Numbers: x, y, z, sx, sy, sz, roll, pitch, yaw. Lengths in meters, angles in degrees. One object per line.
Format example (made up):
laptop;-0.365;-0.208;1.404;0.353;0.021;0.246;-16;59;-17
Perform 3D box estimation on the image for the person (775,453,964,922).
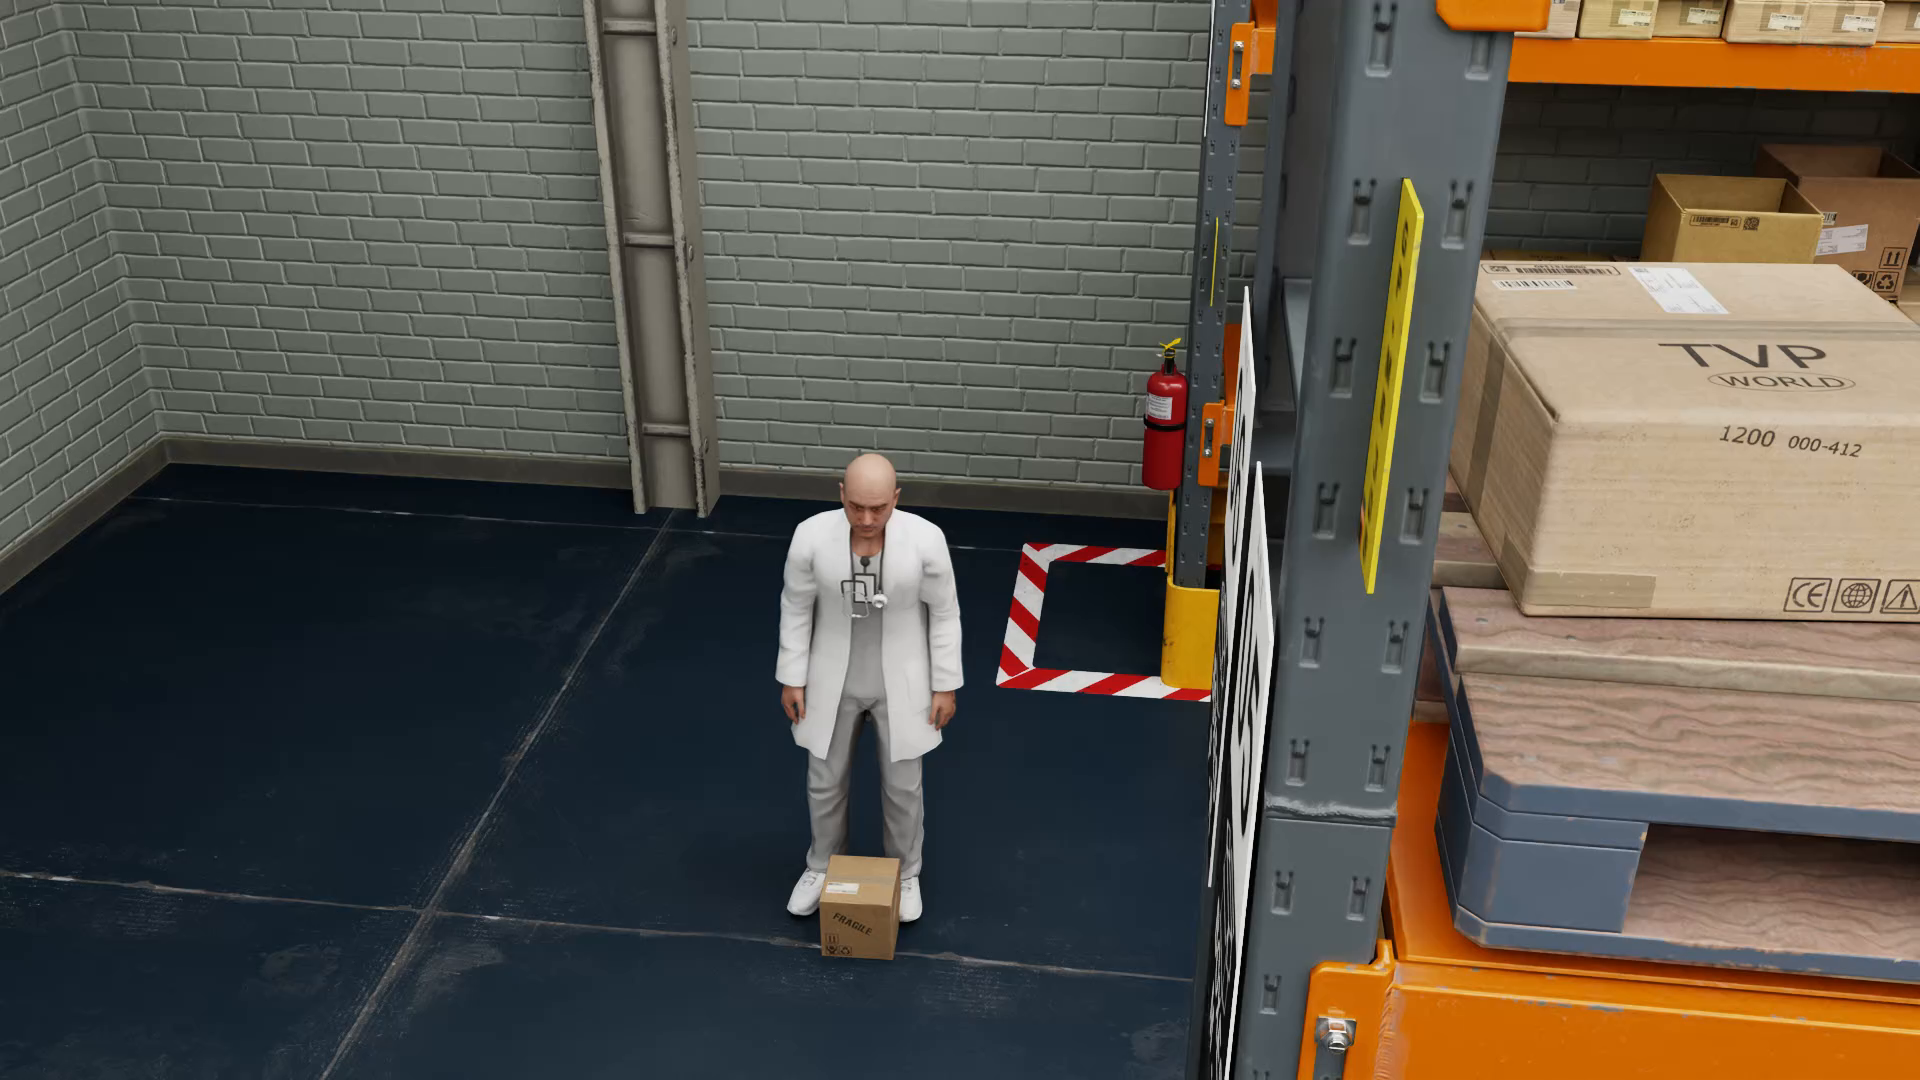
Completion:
person;-0.310;0.499;5.701;0.646;1.772;0.429;2;28;3
